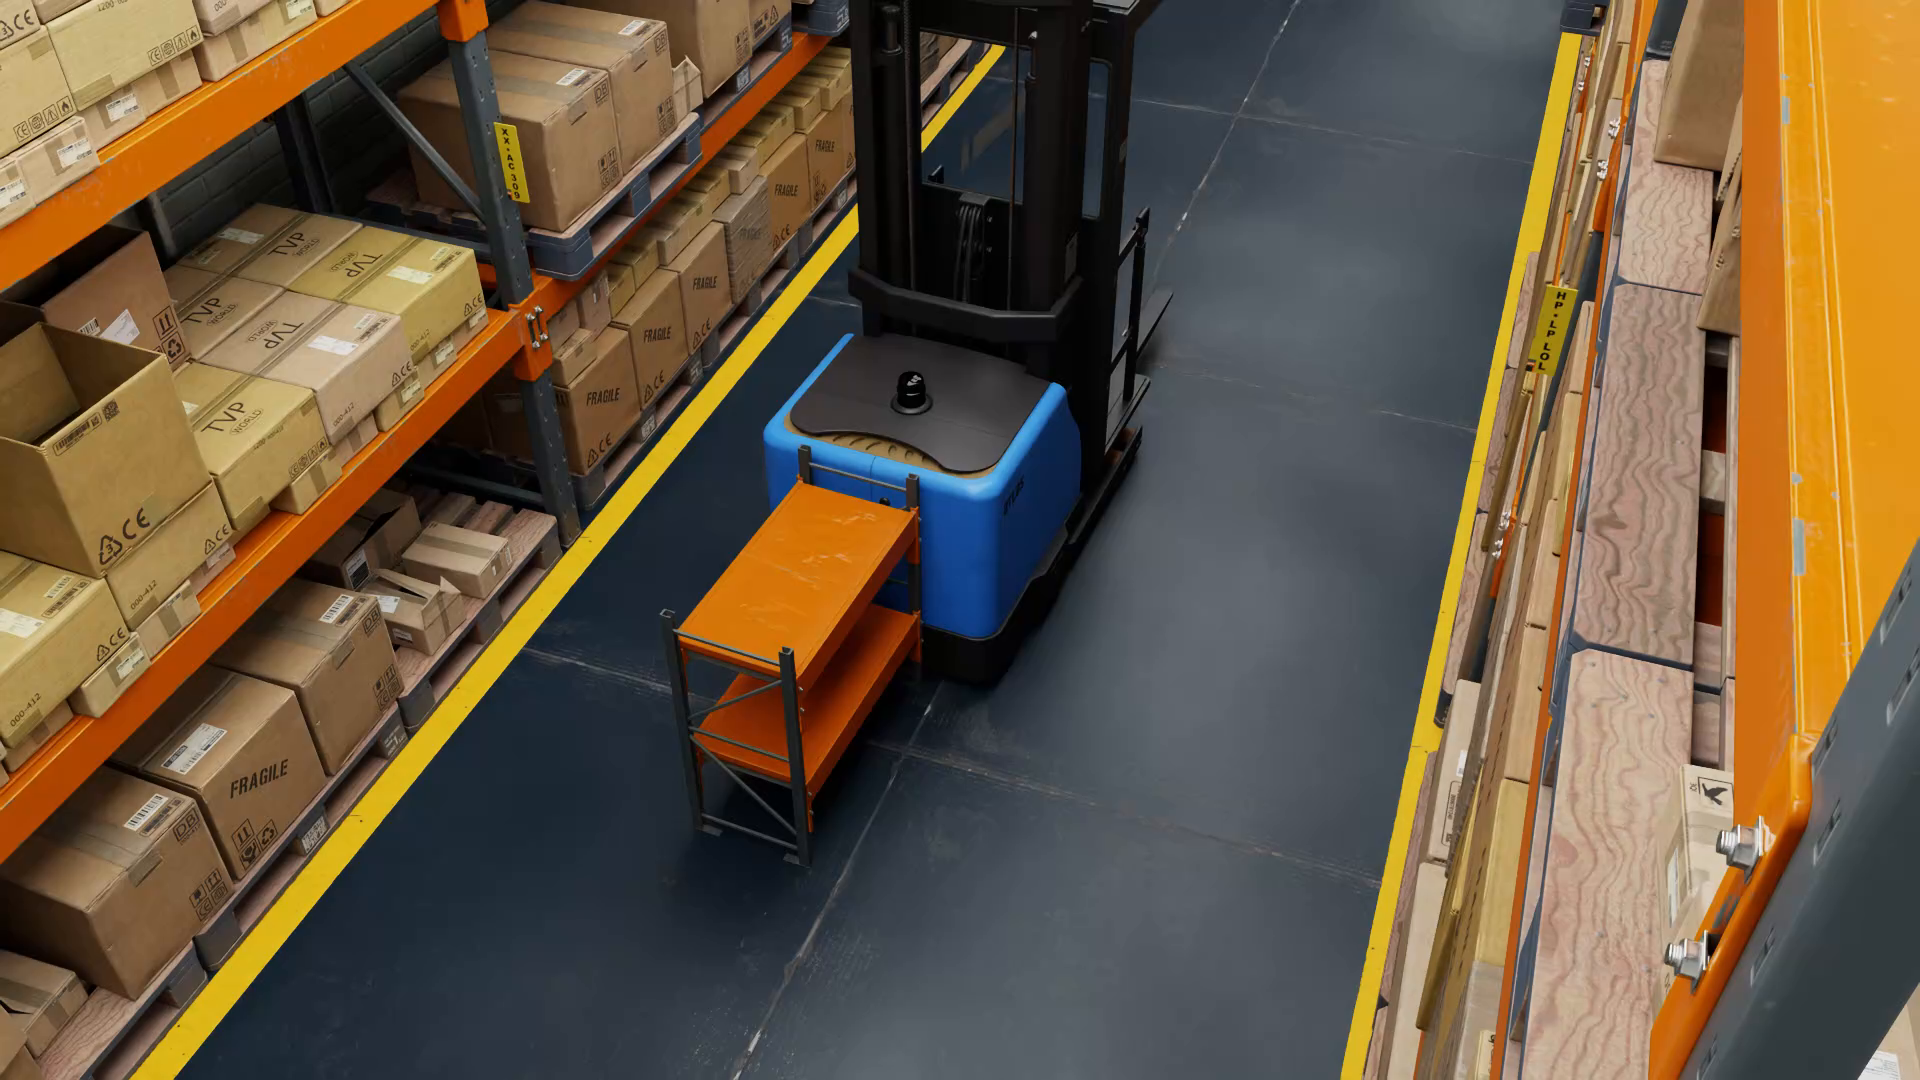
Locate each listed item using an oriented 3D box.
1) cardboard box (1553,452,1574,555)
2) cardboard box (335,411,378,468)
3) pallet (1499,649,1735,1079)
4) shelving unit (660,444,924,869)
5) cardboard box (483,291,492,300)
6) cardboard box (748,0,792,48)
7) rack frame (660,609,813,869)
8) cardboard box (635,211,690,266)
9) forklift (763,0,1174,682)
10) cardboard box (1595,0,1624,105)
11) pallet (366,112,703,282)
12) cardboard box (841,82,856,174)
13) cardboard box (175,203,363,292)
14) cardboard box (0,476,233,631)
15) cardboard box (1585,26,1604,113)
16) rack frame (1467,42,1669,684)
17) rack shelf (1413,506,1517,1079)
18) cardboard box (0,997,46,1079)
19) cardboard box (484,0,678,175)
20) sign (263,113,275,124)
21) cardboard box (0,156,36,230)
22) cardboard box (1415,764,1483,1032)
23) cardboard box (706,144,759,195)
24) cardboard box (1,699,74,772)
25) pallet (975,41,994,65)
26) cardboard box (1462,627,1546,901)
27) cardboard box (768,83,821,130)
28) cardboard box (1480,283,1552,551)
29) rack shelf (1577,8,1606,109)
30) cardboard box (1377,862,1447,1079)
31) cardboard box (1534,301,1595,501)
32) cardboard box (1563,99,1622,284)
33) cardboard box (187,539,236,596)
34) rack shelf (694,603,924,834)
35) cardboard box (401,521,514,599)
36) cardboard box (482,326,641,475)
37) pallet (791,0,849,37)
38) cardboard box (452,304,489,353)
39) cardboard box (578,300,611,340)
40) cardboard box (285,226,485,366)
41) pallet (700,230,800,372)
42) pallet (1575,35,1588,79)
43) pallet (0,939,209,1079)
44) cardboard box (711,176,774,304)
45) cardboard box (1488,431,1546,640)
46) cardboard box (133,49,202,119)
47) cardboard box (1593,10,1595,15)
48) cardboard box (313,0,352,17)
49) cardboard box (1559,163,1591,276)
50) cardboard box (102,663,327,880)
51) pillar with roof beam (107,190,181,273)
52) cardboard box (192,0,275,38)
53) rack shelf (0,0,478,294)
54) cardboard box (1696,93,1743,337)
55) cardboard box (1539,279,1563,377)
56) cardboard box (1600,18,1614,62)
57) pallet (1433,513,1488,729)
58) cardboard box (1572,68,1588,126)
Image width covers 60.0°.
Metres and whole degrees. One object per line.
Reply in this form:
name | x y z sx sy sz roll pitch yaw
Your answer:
cardboard box | 1.684 -0.057 4.112 0.380 0.149 0.250 12 42 14
cardboard box | -2.370 -0.417 6.075 0.380 0.149 0.250 14 43 16
pallet | 1.293 0.732 2.291 1.003 0.211 1.213 13 42 15
shelving unit | -0.589 0.433 6.329 0.538 1.125 1.048 16 43 17
cardboard box | -2.309 -1.150 7.843 0.380 0.149 0.250 13 42 15
cardboard box | -1.265 -2.847 8.326 0.797 0.503 0.637 12 42 14
rack frame | -0.790 0.736 5.974 0.500 1.125 0.032 16 43 17
cardboard box | -1.575 -1.519 8.276 0.380 0.149 0.250 13 42 15
forklift | 0.245 -1.487 7.188 1.130 2.935 3.031 15 43 17
cardboard box | 3.034 -2.140 7.053 0.500 0.500 0.500 14 43 16
pallet | -1.873 -1.635 7.456 1.003 0.211 1.213 13 42 15
cardboard box | -0.824 -2.587 10.027 0.500 0.500 0.500 14 43 16
cardboard box | -2.672 -1.058 6.519 0.500 0.250 0.500 13 42 15
cardboard box | -2.711 -0.012 5.293 0.500 0.250 0.500 12 42 14
cardboard box | 3.381 -2.285 8.186 0.500 0.250 0.500 13 42 14
rack frame | 2.417 -0.145 5.563 1.000 3.000 0.127 13 42 15
rack shelf | 1.733 1.348 4.366 1.077 0.370 4.000 13 42 15
cardboard box | -3.318 1.633 5.078 0.797 0.503 0.637 12 42 13
cardboard box | -1.696 -2.003 7.340 0.700 0.500 0.500 14 42 16
sign | -2.772 -1.806 6.617 0.100 0.325 0.005 13 42 15
cardboard box | -2.674 -0.907 4.338 0.380 0.149 0.250 13 42 15
cardboard box | 1.482 0.967 4.182 0.500 0.500 0.500 15 43 16
cardboard box | -1.292 -1.980 8.816 0.380 0.149 0.250 11 42 13
cardboard box | -2.916 0.514 4.984 0.380 0.149 0.250 14 42 16
pallet | -0.144 -3.858 12.063 1.003 0.211 1.213 13 42 15
cardboard box | 1.487 0.597 3.846 0.500 0.500 0.500 13 42 15
cardboard box | -1.008 -2.458 9.376 0.380 0.149 0.250 12 42 14
cardboard box | 2.855 -0.445 7.228 0.875 0.875 0.875 14 43 16
rack shelf | 4.469 -3.531 10.085 1.077 0.370 4.000 13 42 15
cardboard box | 1.796 1.575 5.197 0.875 0.438 0.875 12 42 14
cardboard box | 2.027 -0.327 4.928 0.500 0.500 0.500 14 42 15
cardboard box | 2.504 -1.209 5.962 0.500 0.500 0.500 14 42 16
cardboard box | -2.665 0.039 5.541 0.380 0.149 0.250 13 42 15
rack shelf | -0.589 0.619 6.488 0.538 0.278 1.000 16 43 17
cardboard box | -2.163 0.085 7.165 0.380 0.149 0.250 12 42 14
cardboard box | -1.872 -0.698 7.813 0.500 0.500 0.500 15 43 17
pallet | -1.047 -3.182 9.270 1.213 0.211 1.003 13 42 15
cardboard box | -2.120 -0.898 6.639 0.380 0.149 0.250 14 42 16
cardboard box | -1.854 -1.046 7.721 0.380 0.149 0.250 12 42 14
cardboard box | -2.194 -0.936 6.376 0.500 0.250 0.500 14 43 16
pallet | -1.591 -1.435 9.223 1.003 0.211 1.213 13 42 15
pallet | 4.888 -3.488 11.630 1.003 0.211 1.213 13 42 15
pallet | -3.319 1.723 5.521 1.003 0.211 1.213 13 42 15
cardboard box | -1.341 -1.644 8.921 0.500 0.500 0.500 12 42 14
cardboard box | 2.010 0.045 5.263 0.500 0.500 0.500 15 43 16
cardboard box | -2.488 -1.389 4.903 0.380 0.149 0.250 15 43 17
cardboard box | 4.976 -3.864 11.623 0.950 0.372 0.625 14 42 16
cardboard box | -2.181 -1.856 5.451 0.380 0.149 0.250 13 42 15
cardboard box | 2.675 -1.225 6.559 0.500 0.250 0.500 14 43 16
cardboard box | -2.715 0.821 6.032 0.500 0.500 0.500 14 42 16
pillar with roof beam | 0.712 -2.347 3.521 9.100 9.000 0.400 13 42 15
cardboard box | -2.346 -1.772 5.045 0.500 0.250 0.500 12 42 14
rack shelf | -2.933 -0.892 4.681 1.077 0.370 4.000 13 42 15
cardboard box | 1.986 -0.694 3.414 0.797 0.503 0.637 16 43 18
cardboard box | 2.509 -0.728 6.361 0.500 0.250 0.500 13 42 14
cardboard box | 3.202 -2.149 7.641 0.500 0.250 0.500 14 42 16
pallet | 2.610 0.428 7.039 1.003 0.211 1.213 13 42 15
cardboard box | 4.232 -2.539 10.070 0.950 0.372 0.625 13 42 14
